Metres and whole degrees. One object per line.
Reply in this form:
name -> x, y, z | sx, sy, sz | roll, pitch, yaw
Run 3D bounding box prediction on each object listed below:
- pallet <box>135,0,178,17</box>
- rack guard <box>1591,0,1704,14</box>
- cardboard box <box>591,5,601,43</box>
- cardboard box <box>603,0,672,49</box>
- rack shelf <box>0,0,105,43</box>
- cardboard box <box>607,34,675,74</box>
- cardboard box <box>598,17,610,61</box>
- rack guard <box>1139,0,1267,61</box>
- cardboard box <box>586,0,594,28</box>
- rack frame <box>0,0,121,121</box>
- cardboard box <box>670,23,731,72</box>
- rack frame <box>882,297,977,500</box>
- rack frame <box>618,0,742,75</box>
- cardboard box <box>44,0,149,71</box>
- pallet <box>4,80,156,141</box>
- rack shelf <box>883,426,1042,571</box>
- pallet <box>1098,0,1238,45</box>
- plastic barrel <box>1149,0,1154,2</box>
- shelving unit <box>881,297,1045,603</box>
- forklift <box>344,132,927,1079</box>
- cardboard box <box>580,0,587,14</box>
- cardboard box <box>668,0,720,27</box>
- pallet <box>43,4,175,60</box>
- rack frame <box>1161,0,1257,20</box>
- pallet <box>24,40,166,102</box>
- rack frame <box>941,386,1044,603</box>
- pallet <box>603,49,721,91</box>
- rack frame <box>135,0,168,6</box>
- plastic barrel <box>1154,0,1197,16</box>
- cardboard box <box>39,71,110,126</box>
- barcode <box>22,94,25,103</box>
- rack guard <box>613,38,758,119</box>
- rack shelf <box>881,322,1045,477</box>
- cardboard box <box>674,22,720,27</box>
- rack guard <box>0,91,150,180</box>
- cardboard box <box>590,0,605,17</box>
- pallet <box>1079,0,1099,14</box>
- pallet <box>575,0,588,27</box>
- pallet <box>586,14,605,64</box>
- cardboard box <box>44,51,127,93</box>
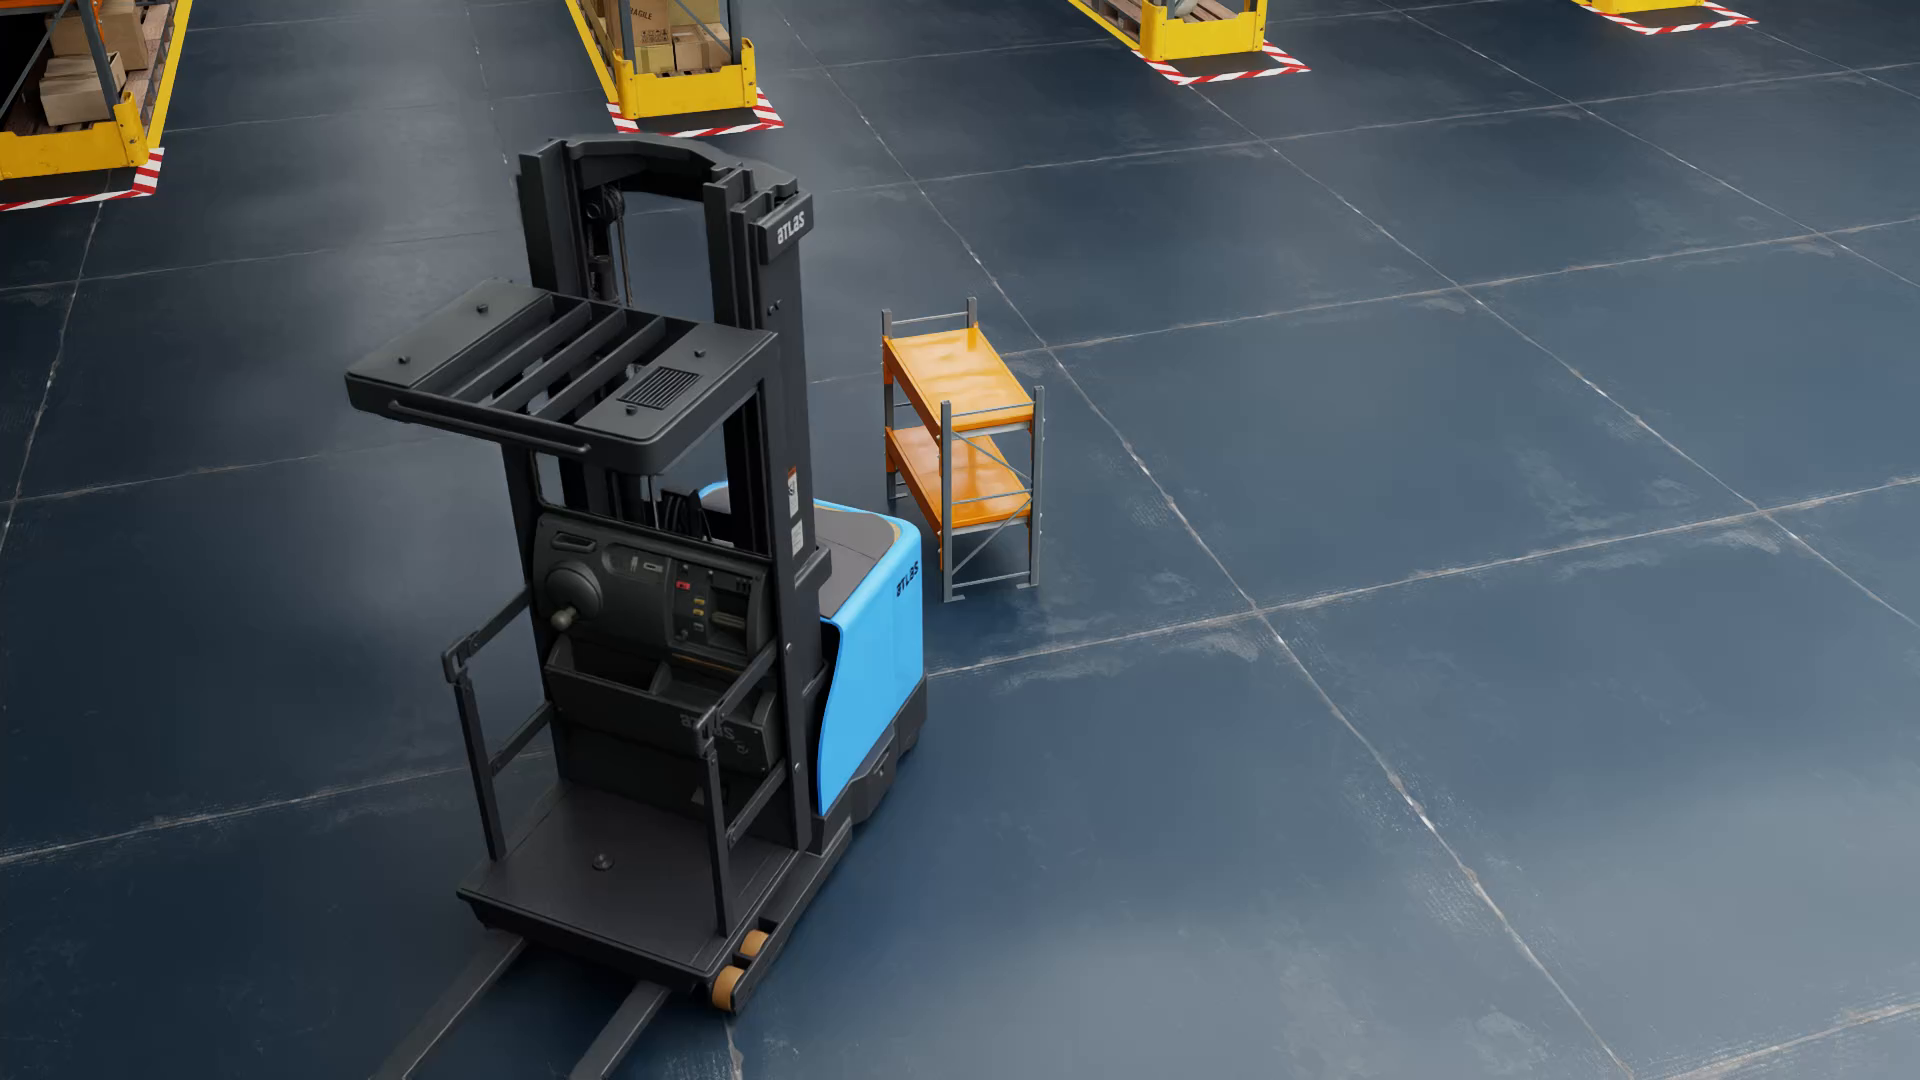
pallet -> -8.540, -5.542, 16.945 | 1.003, 0.211, 1.213 | -10, 35, -15
rack guard -> 7.048, -5.693, 16.911 | 1.175, 0.500, 0.348 | -10, 35, -15
cardboard box -> -3.128, -4.814, 15.428 | 0.500, 0.250, 0.500 | -10, 35, -15
cardboard box -> -2.811, -4.604, 14.430 | 0.500, 0.500, 0.500 | -10, 35, -15
rack shelf -> -7.691, -4.947, 14.168 | 1.077, 0.370, 4.000 | -10, 35, -15
cardboard box -> -2.809, -4.292, 14.637 | 0.500, 0.250, 0.500 | -10, 35, -15
cardboard box -> -2.973, -4.552, 15.031 | 0.500, 0.250, 0.500 | -10, 35, -15
rack guard -> 2.286, -4.852, 15.639 | 1.175, 0.500, 0.348 | -10, 35, -15
cardboard box -> -3.278, -5.077, 15.826 | 0.500, 0.250, 0.500 | -10, 35, -15
rack frame -> -7.081, -4.197, 12.380 | 1.000, 3.000, 0.127 | -10, 35, -15
cardboard box -> -2.316, -4.379, 14.769 | 0.500, 0.250, 0.500 | -10, 35, -15
rack frame -> -0.157, -0.740, 8.849 | 0.500, 1.125, 0.032 | -10, 35, -15
rack frame -> -2.364, -5.032, 13.644 | 1.000, 3.000, 0.127 | -10, 35, -15
cardboard box -> -7.556, -4.409, 14.569 | 0.700, 0.500, 0.500 | -12, 35, -18
pallet -> -7.318, -3.506, 13.864 | 1.003, 0.211, 1.213 | -10, 35, -15
rack shelf -> -0.002, -0.269, 8.580 | 0.538, 0.278, 1.000 | -10, 35, -15
pallet -> 2.043, -5.159, 16.365 | 1.003, 0.211, 1.213 | -10, 35, -15
plastic barrel -> 1.928, -5.596, 16.373 | 0.421, 0.512, 0.421 | 0, 33, 0
shelving unit -> -0.002, -0.473, 8.445 | 0.538, 1.125, 1.048 | -10, 35, -15
forklift -> -1.188, 0.244, 5.722 | 1.130, 2.935, 3.031 | 13, 36, 19
cardboard box -> -3.437, -5.339, 16.221 | 0.500, 0.250, 0.500 | -10, 35, -15
cardboard box -> -2.471, -4.954, 14.959 | 0.500, 0.500, 0.500 | -10, 35, -15
pallet -> -8.063, -4.787, 15.802 | 1.003, 0.211, 1.213 | -10, 35, -15
rack frame -> 2.354, -5.863, 14.901 | 1.000, 3.000, 0.127 | -10, 35, -15
pallet -> -7.687, -4.145, 14.831 | 1.003, 0.211, 1.213 | -10, 35, -15
rack frame -> 0.153, -0.206, 8.041 | 0.500, 1.125, 0.032 | -10, 35, -15
pallet -> -2.638, -4.263, 15.009 | 1.003, 0.211, 1.213 | -10, 35, -15
rack frame -> -8.301, -6.297, 15.558 | 1.000, 3.000, 0.127 | -10, 35, -15
plastic barrel -> 2.080, -5.333, 15.975 | 0.421, 0.512, 0.421 | 0, 33, 0
cardboard box -> -7.206, -3.637, 13.573 | 0.500, 0.311, 0.500 | -14, 36, -20
barcode -> -7.593, -3.583, 13.483 | 0.001, 0.075, 0.075 | -10, 35, -15
rack guard -> -2.357, -3.976, 14.314 | 1.175, 0.500, 0.348 | -10, 35, -15
rack shelf -> -0.002, -0.717, 8.284 | 0.538, 0.278, 1.000 | -10, 35, -15
cardboard box -> -2.472, -4.641, 15.165 | 0.500, 0.250, 0.500 | -10, 35, -15
rack guard -> -7.104, -3.194, 13.130 | 1.175, 0.500, 0.348 | -10, 35, -15
cardboard box -> -3.130, -5.127, 15.221 | 0.500, 0.500, 0.500 | -10, 35, -15
pallet -> 1.675, -5.798, 17.333 | 1.003, 0.211, 1.213 | -10, 35, -15
pallet -> -3.382, -5.544, 16.948 | 1.003, 0.211, 1.213 | -10, 35, -15
pallet -> -3.006, -4.902, 15.977 | 1.003, 0.211, 1.213 | -10, 35, -15
cardboard box -> -7.380, -3.936, 14.026 | 0.500, 0.311, 0.500 | -7, 34, -11
